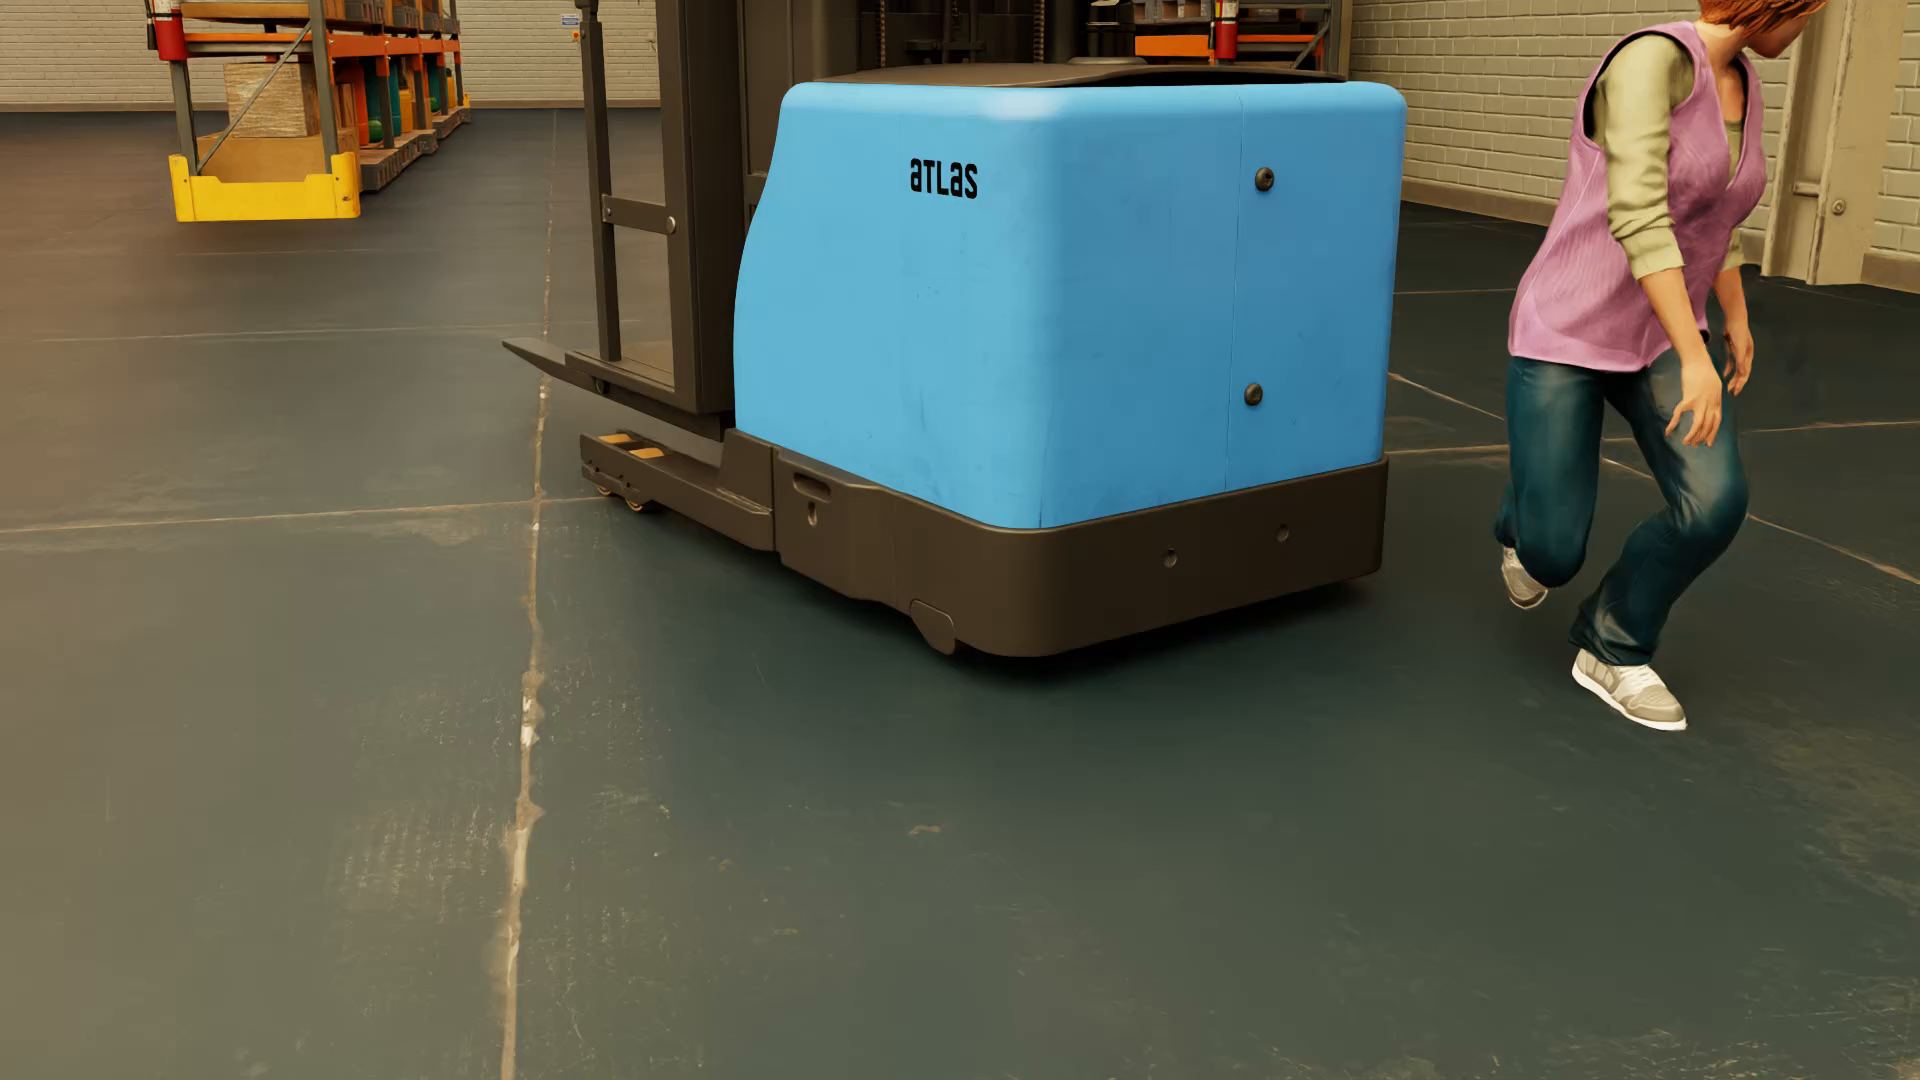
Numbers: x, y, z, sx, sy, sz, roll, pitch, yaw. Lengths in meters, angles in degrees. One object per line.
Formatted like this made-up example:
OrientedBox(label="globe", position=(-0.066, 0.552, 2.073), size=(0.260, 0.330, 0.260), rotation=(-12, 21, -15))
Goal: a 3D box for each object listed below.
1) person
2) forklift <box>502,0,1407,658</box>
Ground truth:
OrientedBox(label="person", position=(1.224, -0.378, 2.938), size=(0.543, 1.375, 0.730), rotation=(-4, 17, -13))
OrientedBox(label="forklift", position=(-0.350, -1.547, 4.075), size=(1.130, 2.935, 3.031), rotation=(-11, 20, -34))
